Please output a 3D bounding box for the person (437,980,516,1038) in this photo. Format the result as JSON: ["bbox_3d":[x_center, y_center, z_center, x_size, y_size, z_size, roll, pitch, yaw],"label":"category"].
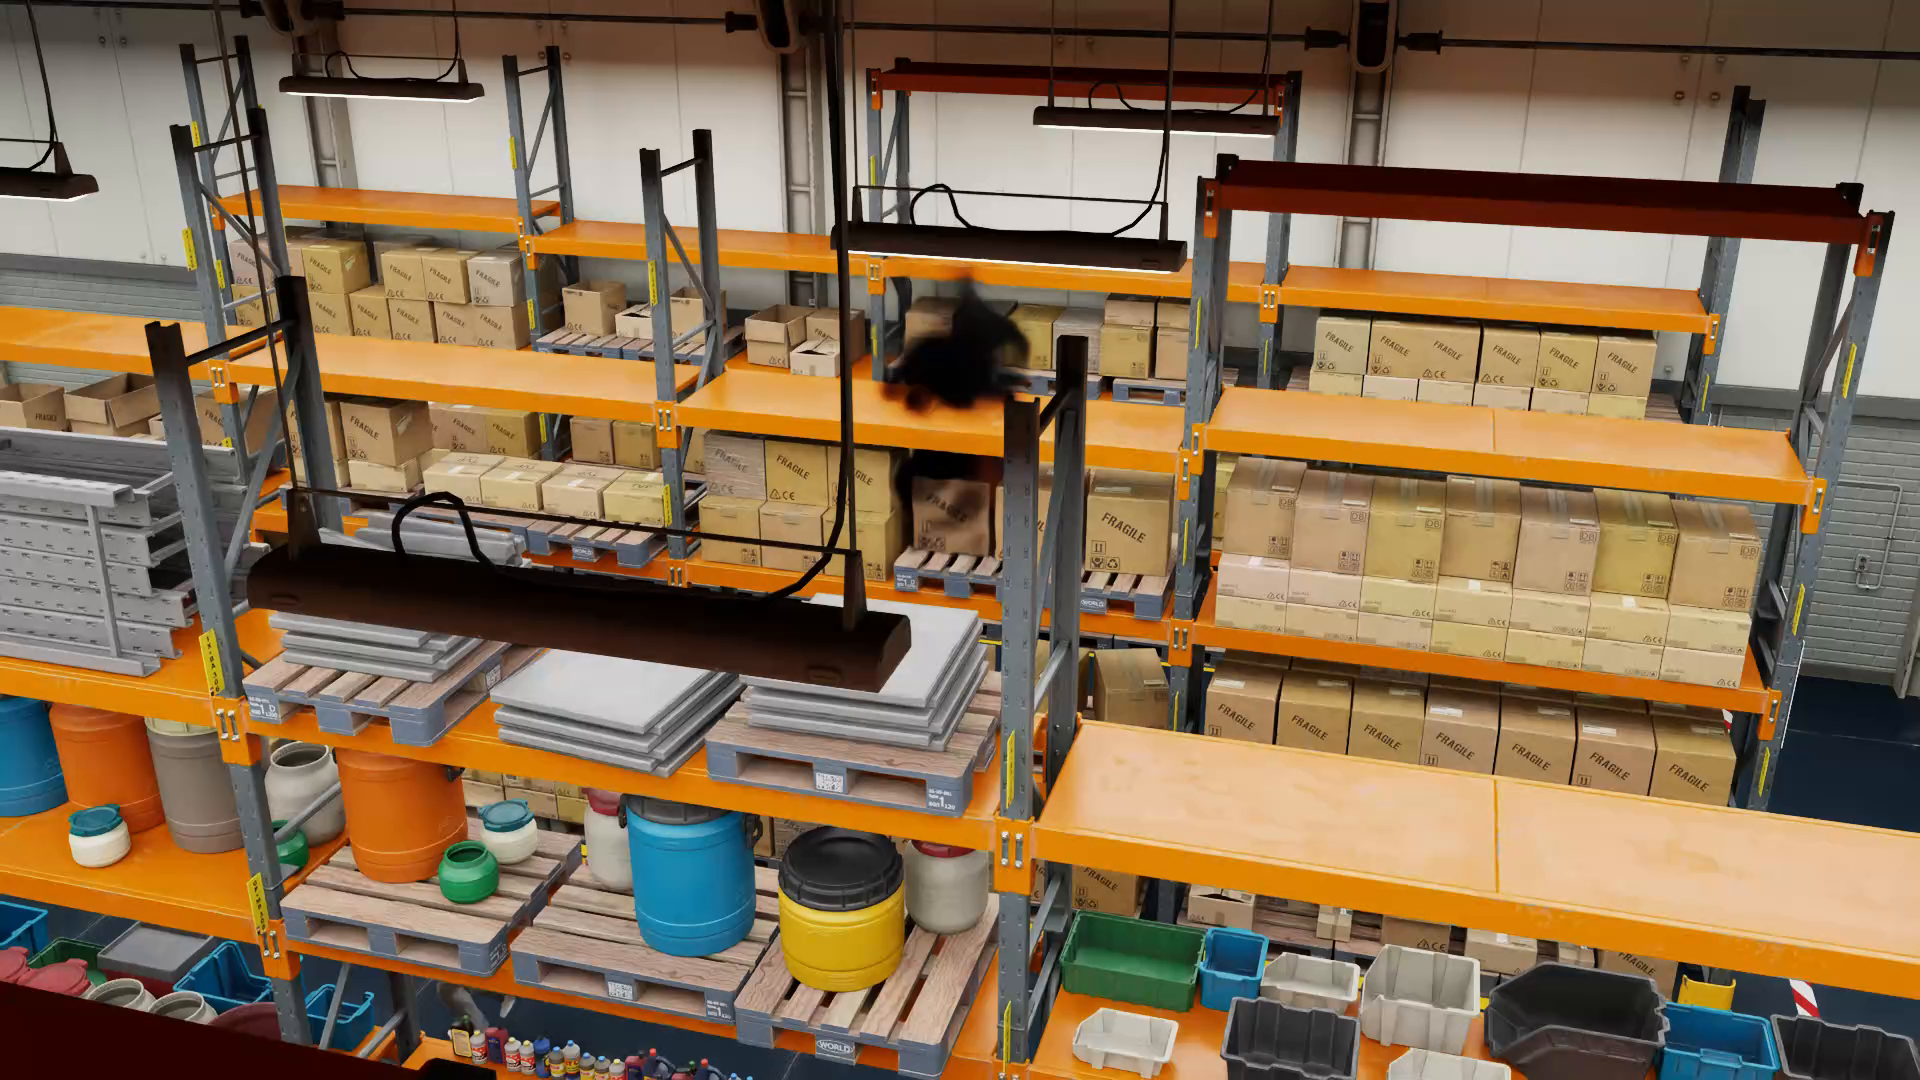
[{"bbox_3d":[-3.458,2.868,11.769,0.573,1.626,0.565,1,23,2],"label":"person"}]
